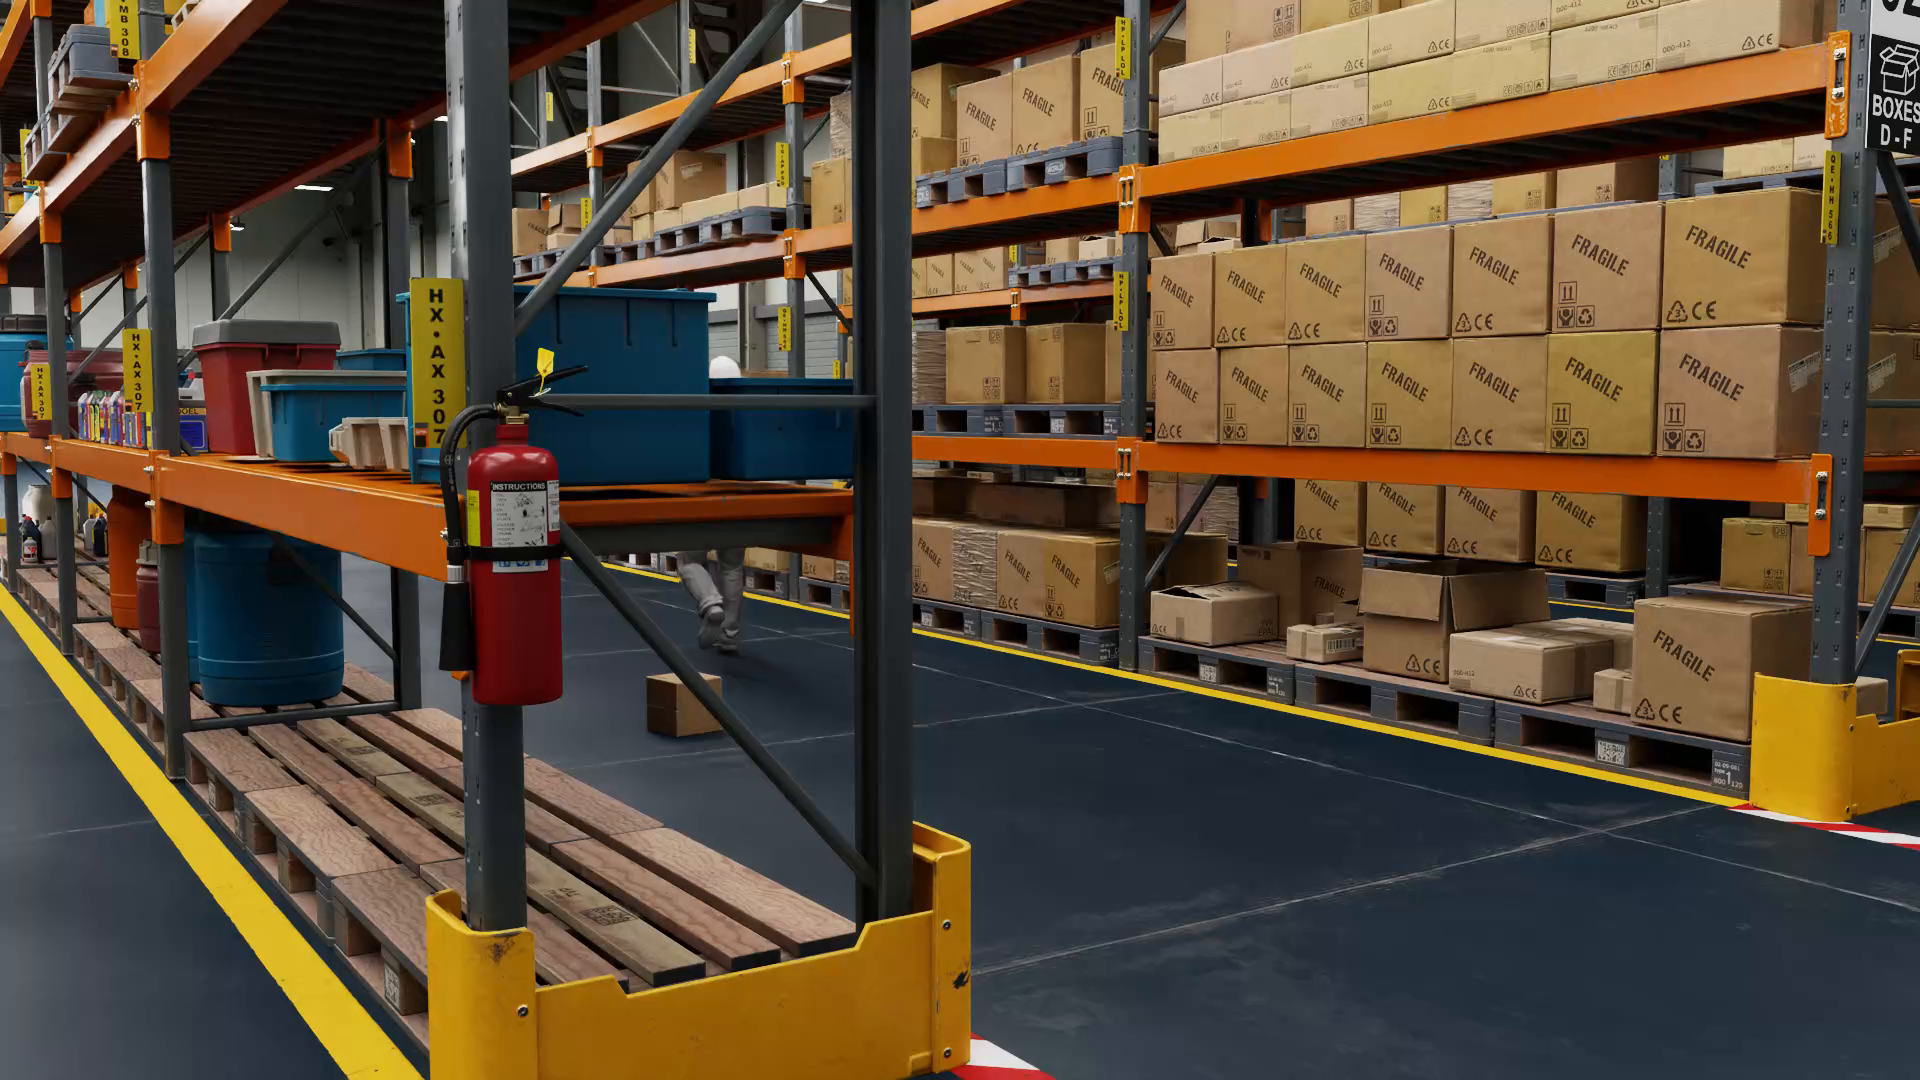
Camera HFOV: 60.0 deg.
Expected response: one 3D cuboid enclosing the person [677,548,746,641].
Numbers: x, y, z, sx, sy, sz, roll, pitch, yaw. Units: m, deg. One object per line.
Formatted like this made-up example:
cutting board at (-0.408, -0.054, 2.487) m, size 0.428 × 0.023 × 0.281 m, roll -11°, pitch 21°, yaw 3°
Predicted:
person at (-1.434, -0.123, 9.948) m, size 0.453 × 1.474 × 0.470 m, roll -2°, pitch 5°, yaw -24°
